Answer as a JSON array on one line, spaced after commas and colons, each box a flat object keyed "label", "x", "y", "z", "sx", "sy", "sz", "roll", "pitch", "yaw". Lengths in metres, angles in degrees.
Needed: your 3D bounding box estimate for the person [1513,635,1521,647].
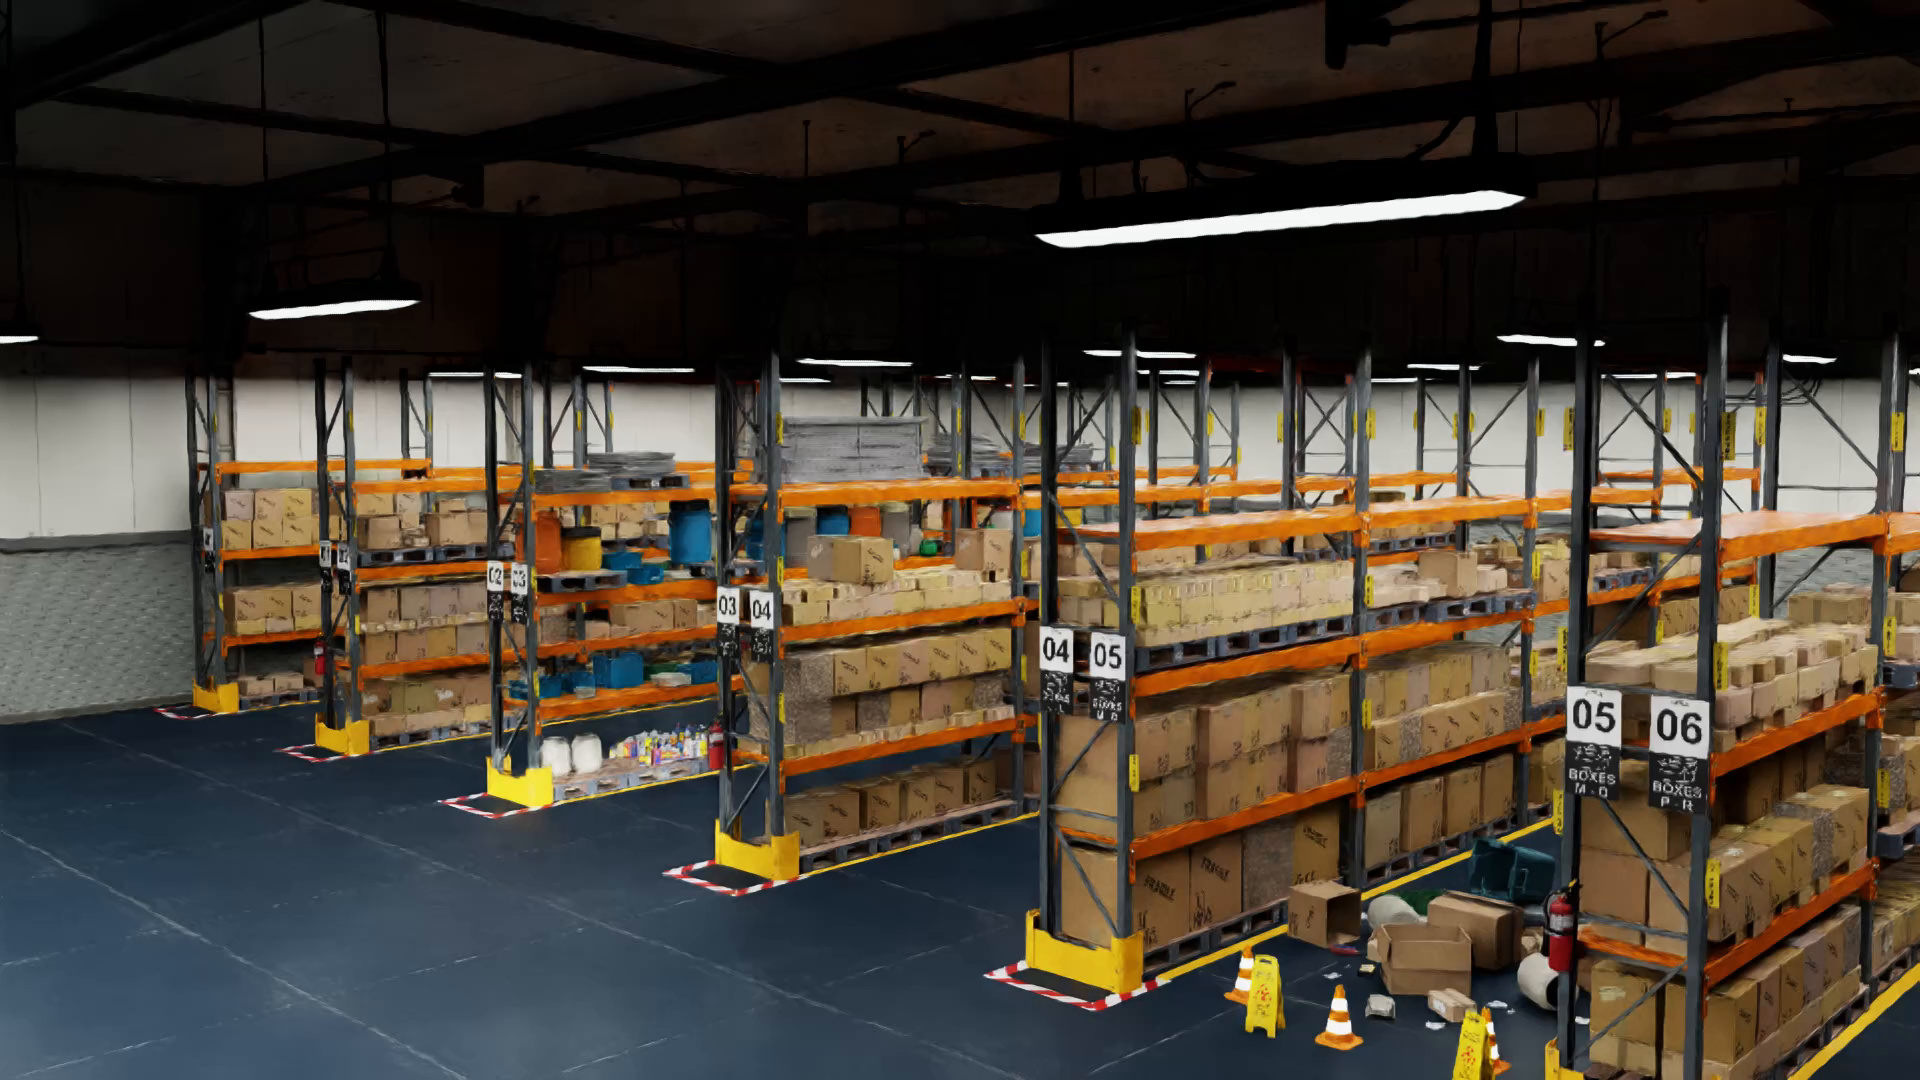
[{"label": "person", "x": 8.741, "y": 2.316, "z": 25.898, "sx": 0.563, "sy": 1.707, "sz": 1.127, "roll": 4, "pitch": 6, "yaw": 41}]
